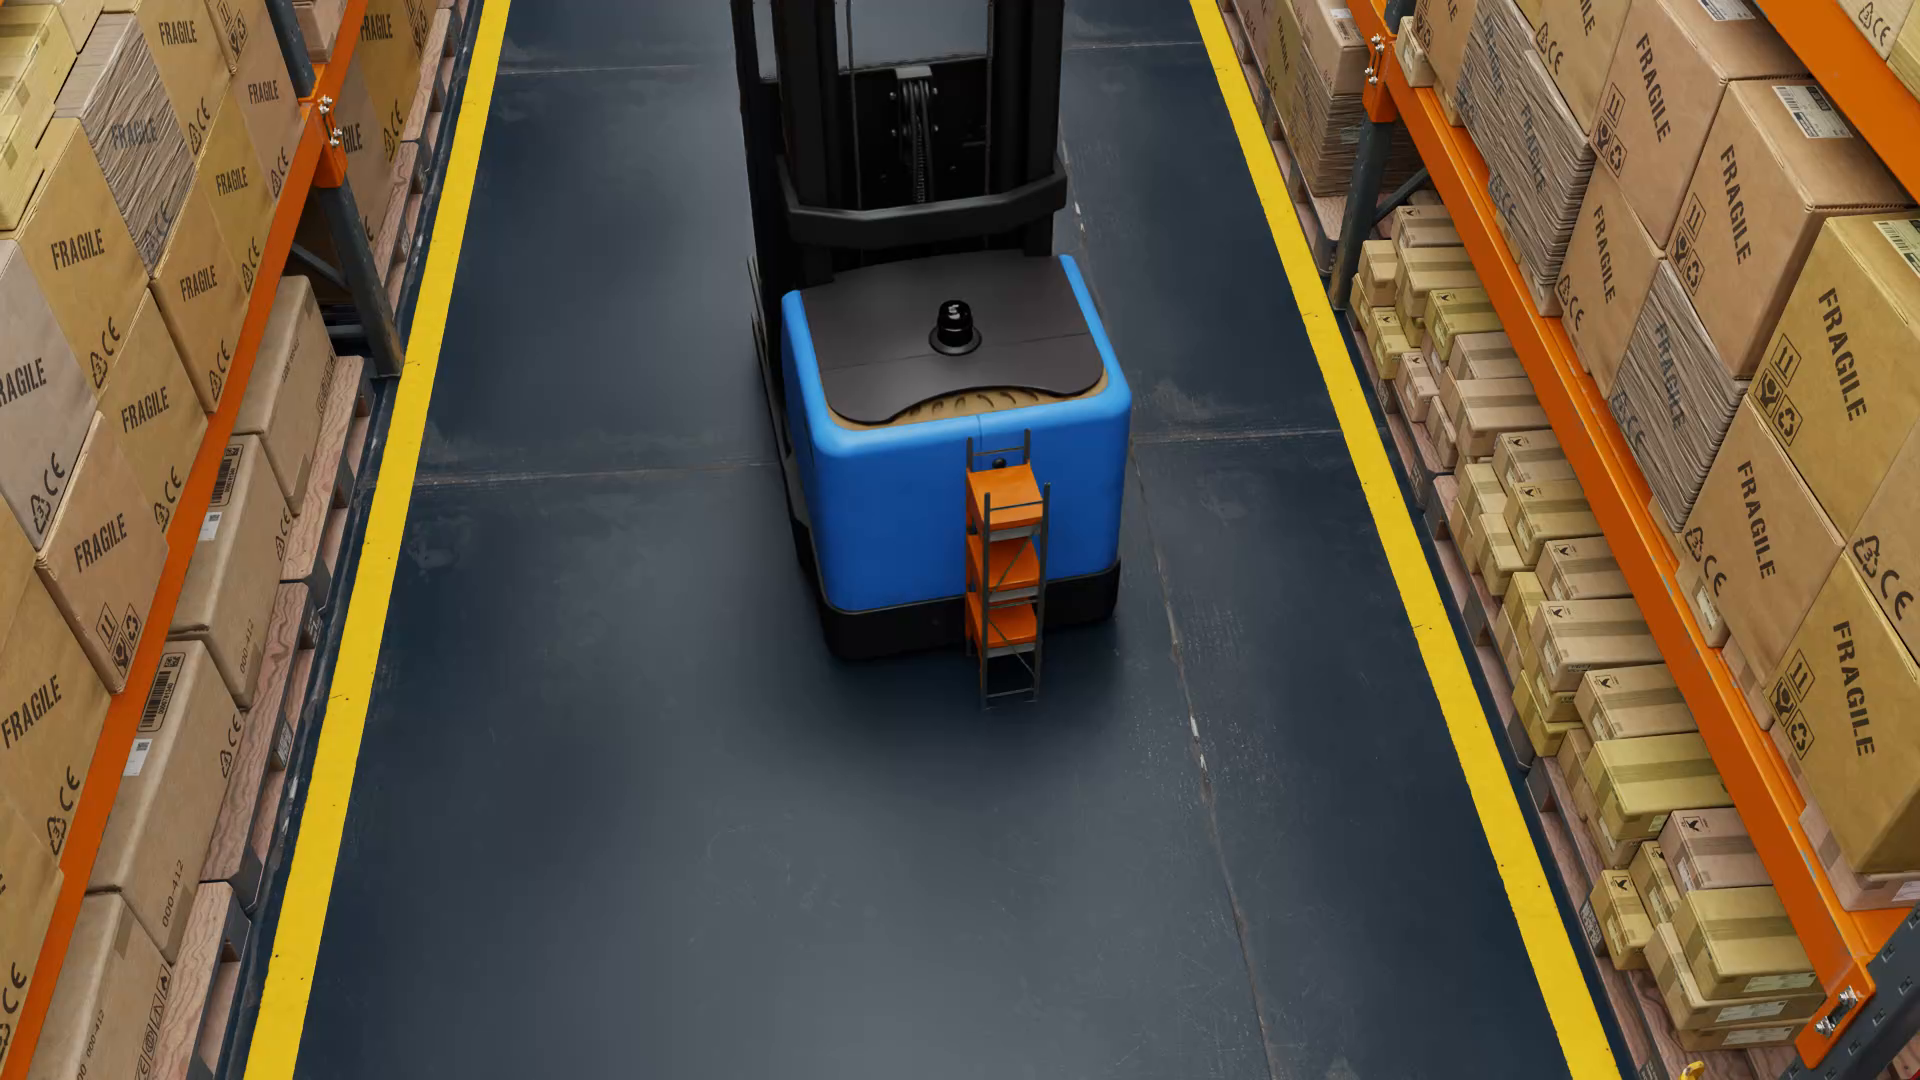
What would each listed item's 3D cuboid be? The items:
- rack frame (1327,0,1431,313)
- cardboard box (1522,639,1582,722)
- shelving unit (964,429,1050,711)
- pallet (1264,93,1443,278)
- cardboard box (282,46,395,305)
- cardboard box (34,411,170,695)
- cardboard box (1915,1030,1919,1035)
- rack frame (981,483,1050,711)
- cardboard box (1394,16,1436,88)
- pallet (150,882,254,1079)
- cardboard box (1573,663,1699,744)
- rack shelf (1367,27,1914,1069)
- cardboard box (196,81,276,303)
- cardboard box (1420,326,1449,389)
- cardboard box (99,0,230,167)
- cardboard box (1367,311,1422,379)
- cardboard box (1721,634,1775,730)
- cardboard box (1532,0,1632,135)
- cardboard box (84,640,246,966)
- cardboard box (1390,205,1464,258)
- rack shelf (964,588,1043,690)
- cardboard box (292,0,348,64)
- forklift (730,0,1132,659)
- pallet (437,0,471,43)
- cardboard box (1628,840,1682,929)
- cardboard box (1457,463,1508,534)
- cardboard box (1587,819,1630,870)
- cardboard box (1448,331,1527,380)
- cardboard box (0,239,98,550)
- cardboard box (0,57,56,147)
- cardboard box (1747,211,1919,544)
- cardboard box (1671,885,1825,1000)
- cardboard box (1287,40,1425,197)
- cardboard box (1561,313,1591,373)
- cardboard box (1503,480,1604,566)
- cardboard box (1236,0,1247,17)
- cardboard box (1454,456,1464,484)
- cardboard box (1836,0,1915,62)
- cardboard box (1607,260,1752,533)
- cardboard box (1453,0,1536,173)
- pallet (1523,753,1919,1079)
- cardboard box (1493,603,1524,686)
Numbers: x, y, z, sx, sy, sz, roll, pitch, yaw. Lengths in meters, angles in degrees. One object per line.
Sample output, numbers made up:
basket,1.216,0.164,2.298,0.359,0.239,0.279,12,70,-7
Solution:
rack frame,2.107,-2.089,6.162,1.000,3.000,0.127,-3,47,-3
cardboard box,2.012,0.425,5.251,0.380,0.149,0.250,-3,47,-3
shelving unit,0.145,0.121,5.412,0.215,1.050,0.252,-9,47,-8
pallet,2.041,-1.693,7.708,1.003,0.211,1.213,-3,47,-3
cardboard box,-2.949,-1.572,6.847,0.875,0.875,0.875,-2,47,-2
cardboard box,-2.331,0.047,4.071,0.500,0.500,0.500,-4,47,-4
cardboard box,2.717,1.243,4.681,0.380,0.149,0.250,-3,47,-2
rack frame,0.171,0.208,5.330,0.200,1.050,0.008,-9,47,-8
cardboard box,1.805,-1.777,6.040,0.380,0.149,0.250,-2,47,-2
pallet,-2.627,1.565,4.623,1.003,0.211,1.213,-3,47,-3
cardboard box,2.075,0.513,4.963,0.380,0.149,0.250,-5,47,-5
rack shelf,2.275,-0.394,5.053,1.077,0.370,4.000,-3,47,-3
cardboard box,-2.475,-1.057,5.116,0.500,0.500,0.500,-5,47,-4
cardboard box,1.986,-0.722,6.337,0.380,0.149,0.250,-4,47,-4
cardboard box,-2.468,-1.401,4.753,0.500,0.500,0.500,-4,47,-4
cardboard box,1.840,-0.777,6.594,0.380,0.149,0.250,-2,47,-2
cardboard box,2.114,0.310,4.063,0.380,0.149,0.250,-4,47,-4
cardboard box,1.972,-1.487,4.630,0.500,0.500,0.500,-3,47,-3
cardboard box,-2.722,0.783,4.918,0.875,0.438,0.875,-2,47,-2
cardboard box,1.930,-1.195,6.581,0.380,0.149,0.250,-2,47,-2
rack shelf,0.145,0.320,5.621,0.215,0.259,0.240,-9,47,-8
cardboard box,-2.591,-1.997,6.179,0.500,0.250,0.500,-4,47,-4
forklift,-0.251,-1.685,5.827,1.130,2.935,3.031,-9,47,-8
pallet,-3.161,-3.075,9.017,1.003,0.211,1.213,-3,47,-3
cardboard box,2.145,0.982,4.723,0.380,0.149,0.250,-4,47,-4
cardboard box,1.963,-0.139,5.785,0.380,0.149,0.250,-4,47,-4
cardboard box,2.131,0.897,5.009,0.380,0.149,0.250,-4,47,-3
cardboard box,2.008,-0.625,6.041,0.380,0.149,0.250,-5,47,-4
cardboard box,-2.340,-0.309,3.719,0.500,0.500,0.500,-4,47,-4
cardboard box,-2.395,-1.007,3.933,0.380,0.149,0.250,-3,47,-3
cardboard box,2.113,-0.358,3.560,0.500,0.500,0.500,-5,47,-5
cardboard box,2.145,1.069,4.436,0.380,0.149,0.250,-3,47,-3
cardboard box,1.794,-1.894,7.410,0.500,0.500,0.500,-4,47,-4
cardboard box,2.032,-0.636,4.960,0.380,0.149,0.250,-2,47,-2
cardboard box,2.035,-0.063,5.508,0.380,0.149,0.250,-3,47,-3
cardboard box,1.671,-3.006,8.463,0.500,0.500,0.500,-5,47,-4
cardboard box,2.041,-0.227,6.074,0.380,0.149,0.250,-5,47,-5
cardboard box,2.062,-1.216,3.373,0.500,0.250,0.500,-2,47,-2
cardboard box,2.058,-0.380,4.270,0.500,0.500,0.500,-3,47,-3
cardboard box,1.946,-1.494,5.325,0.500,0.500,0.500,-3,47,-3
pallet,2.403,1.119,5.044,1.003,0.211,1.213,-3,47,-3
cardboard box,2.011,0.339,5.537,0.380,0.149,0.250,-3,47,-3
